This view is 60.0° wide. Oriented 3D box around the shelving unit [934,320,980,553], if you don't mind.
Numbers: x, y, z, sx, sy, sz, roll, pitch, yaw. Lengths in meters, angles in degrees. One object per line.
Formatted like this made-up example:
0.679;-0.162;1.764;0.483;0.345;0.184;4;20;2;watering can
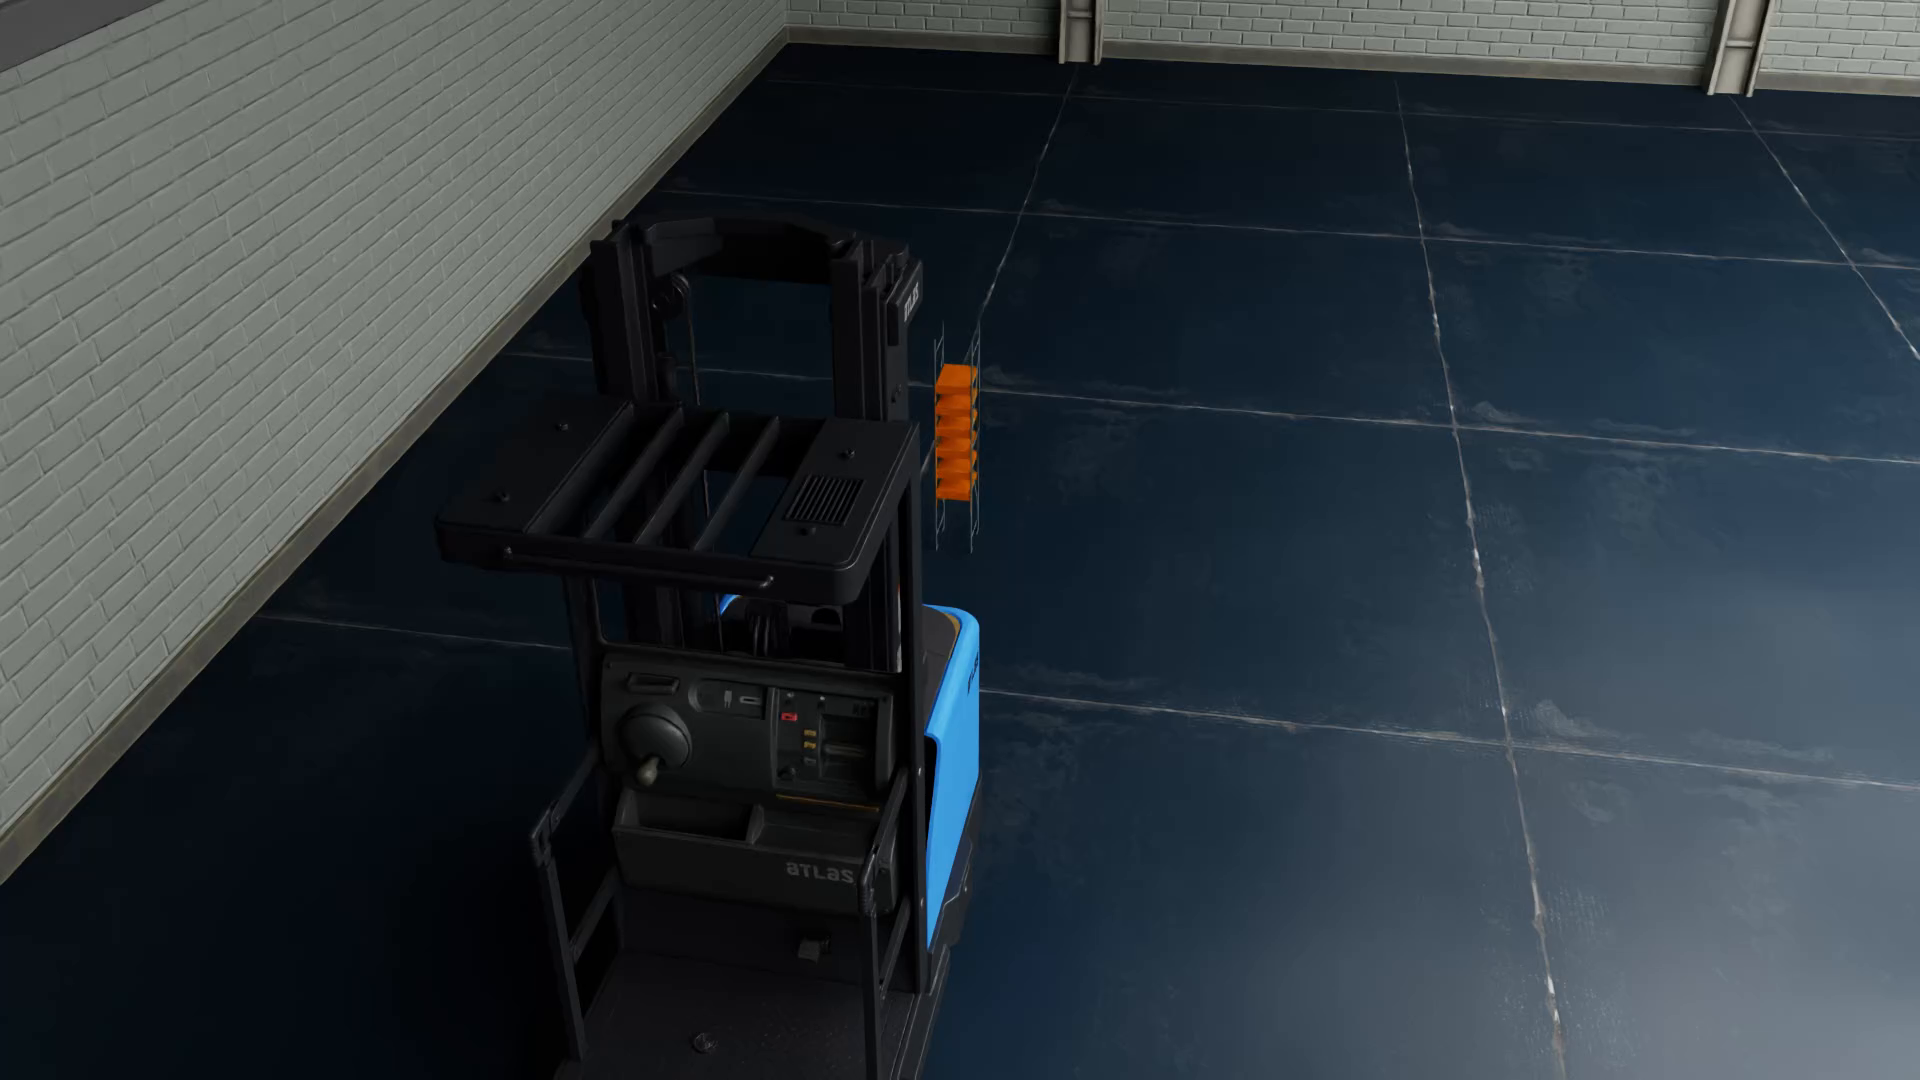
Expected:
-0.014;-0.510;8.434;0.189;1.200;0.258;5;32;8;shelving unit

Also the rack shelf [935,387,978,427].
-0.014;-0.676;8.330;0.180;0.103;0.258;5;32;8;rack shelf

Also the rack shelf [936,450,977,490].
-0.014;-0.370;8.521;0.180;0.103;0.258;5;32;8;rack shelf

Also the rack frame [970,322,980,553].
0.076;-0.502;8.421;0.006;1.200;0.240;5;32;8;rack frame

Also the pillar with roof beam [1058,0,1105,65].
0.449;-6.254;10.260;0.400;9.000;9.100;5;32;8;pillar with roof beam

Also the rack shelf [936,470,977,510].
-0.014;-0.269;8.585;0.180;0.103;0.258;5;32;8;rack shelf

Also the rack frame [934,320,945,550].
-0.104;-0.518;8.447;0.006;1.200;0.240;5;32;8;rack frame

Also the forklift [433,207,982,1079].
-0.701;0.648;4.953;1.130;2.935;3.031;6;33;9;forklift

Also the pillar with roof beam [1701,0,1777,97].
6.364;-5.718;9.404;0.400;9.000;9.100;5;32;8;pillar with roof beam

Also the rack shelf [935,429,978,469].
-0.014;-0.472;8.457;0.180;0.103;0.258;5;32;8;rack shelf

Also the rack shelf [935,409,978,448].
-0.014;-0.574;8.394;0.180;0.103;0.258;5;32;8;rack shelf

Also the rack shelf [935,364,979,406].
-0.014;-0.777;8.266;0.180;0.103;0.258;5;32;8;rack shelf
